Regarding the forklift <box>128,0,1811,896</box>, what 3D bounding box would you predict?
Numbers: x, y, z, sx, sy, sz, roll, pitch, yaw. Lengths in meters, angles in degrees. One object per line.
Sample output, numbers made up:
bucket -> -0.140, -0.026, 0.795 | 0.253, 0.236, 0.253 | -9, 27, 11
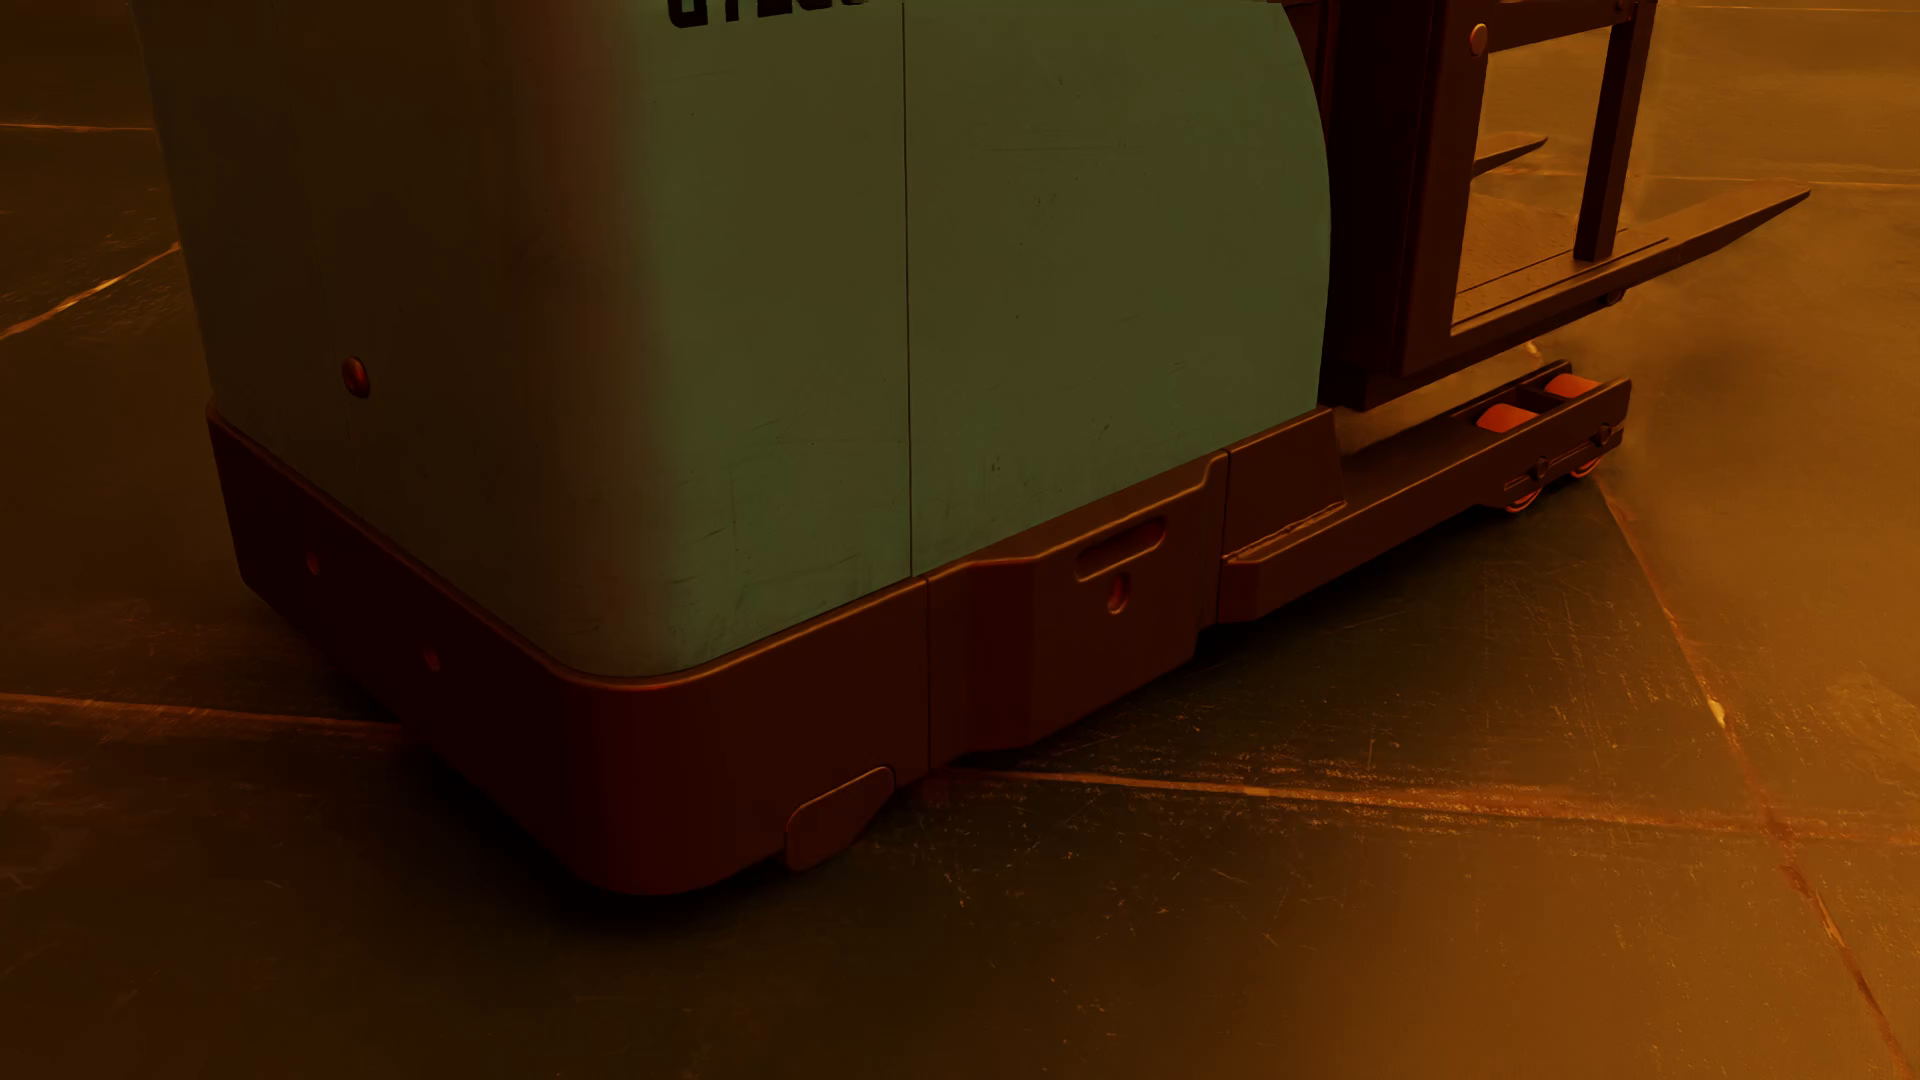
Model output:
forklift -> 0.446, -1.507, 2.237 | 3.031, 2.935, 1.130 | -22, 34, -37
